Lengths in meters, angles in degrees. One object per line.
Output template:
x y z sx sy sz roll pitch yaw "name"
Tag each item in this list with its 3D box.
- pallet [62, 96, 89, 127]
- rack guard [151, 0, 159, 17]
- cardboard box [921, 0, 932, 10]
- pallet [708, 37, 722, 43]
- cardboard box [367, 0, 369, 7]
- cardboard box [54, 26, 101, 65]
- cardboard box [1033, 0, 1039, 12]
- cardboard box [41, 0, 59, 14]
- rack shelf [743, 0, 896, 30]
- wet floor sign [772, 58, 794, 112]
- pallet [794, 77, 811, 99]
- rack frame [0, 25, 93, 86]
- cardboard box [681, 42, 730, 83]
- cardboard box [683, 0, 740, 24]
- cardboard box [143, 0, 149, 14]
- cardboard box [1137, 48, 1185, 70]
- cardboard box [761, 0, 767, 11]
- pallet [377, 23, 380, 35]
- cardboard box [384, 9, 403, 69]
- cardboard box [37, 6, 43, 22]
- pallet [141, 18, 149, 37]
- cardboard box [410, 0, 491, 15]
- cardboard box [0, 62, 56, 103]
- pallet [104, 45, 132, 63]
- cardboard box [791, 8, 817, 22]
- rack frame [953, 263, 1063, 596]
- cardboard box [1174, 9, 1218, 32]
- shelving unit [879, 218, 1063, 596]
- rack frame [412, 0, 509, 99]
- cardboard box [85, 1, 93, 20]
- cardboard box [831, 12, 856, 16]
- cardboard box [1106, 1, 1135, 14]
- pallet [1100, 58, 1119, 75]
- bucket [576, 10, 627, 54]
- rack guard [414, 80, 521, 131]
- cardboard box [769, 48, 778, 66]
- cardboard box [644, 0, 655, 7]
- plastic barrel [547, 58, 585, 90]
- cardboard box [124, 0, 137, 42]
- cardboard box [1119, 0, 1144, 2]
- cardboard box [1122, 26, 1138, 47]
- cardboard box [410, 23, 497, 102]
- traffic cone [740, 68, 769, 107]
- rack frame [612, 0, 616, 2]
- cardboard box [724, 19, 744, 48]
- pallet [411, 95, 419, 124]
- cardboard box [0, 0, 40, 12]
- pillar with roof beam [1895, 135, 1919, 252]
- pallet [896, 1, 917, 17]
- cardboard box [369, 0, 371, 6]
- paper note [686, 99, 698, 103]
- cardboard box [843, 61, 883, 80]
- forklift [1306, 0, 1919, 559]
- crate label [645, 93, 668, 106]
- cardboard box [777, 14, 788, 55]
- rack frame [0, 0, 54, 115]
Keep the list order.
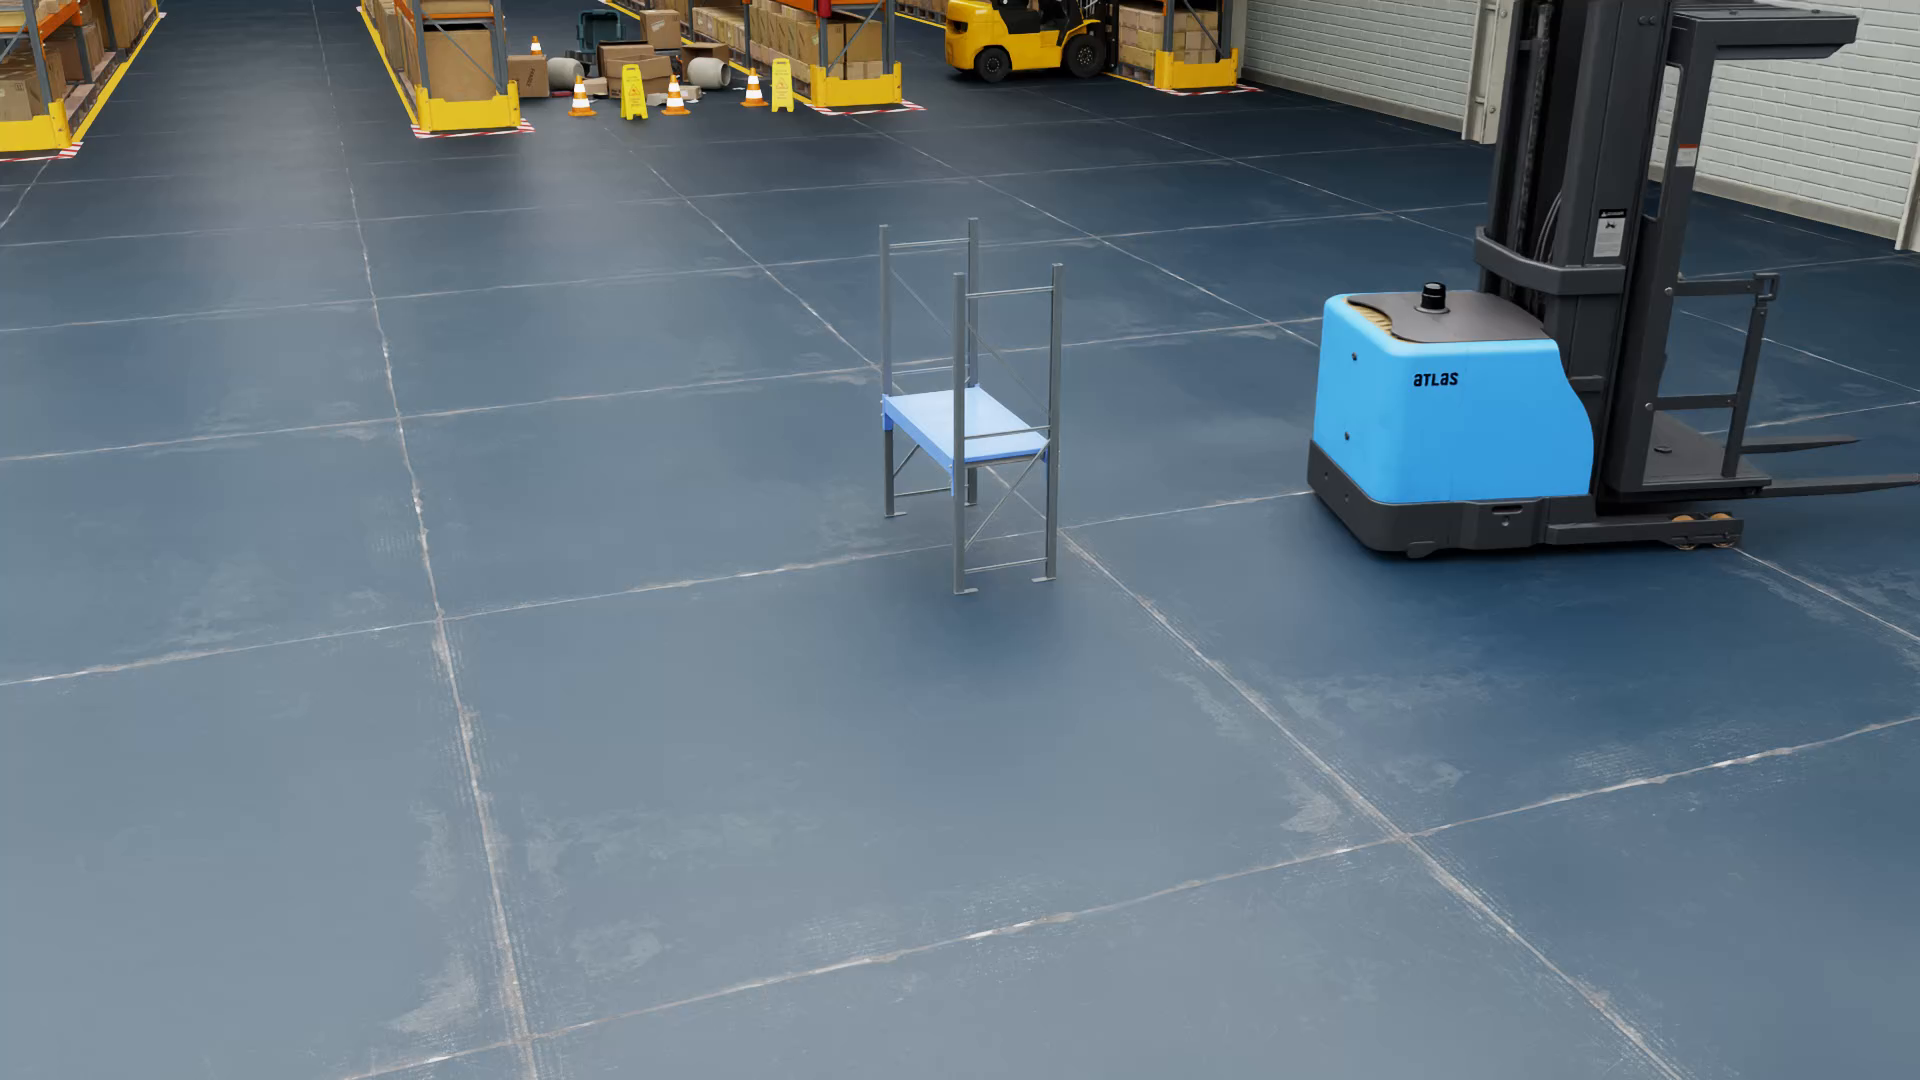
-11.311 -5.234 20.395 1.003 0.211 1.213 -8 24 -19 "pallet"
-16.264 -10.419 32.326 1.175 0.500 0.348 -8 24 -19 "rack guard"
-0.422 -10.422 31.793 0.500 0.500 0.500 -9 25 -21 "cardboard box"
-3.456 -8.003 26.967 1.003 0.211 1.213 -8 24 -19 "pallet"
-11.257 -10.388 32.165 0.380 0.149 0.250 -10 25 -22 "cardboard box"
-12.759 -7.060 23.792 0.700 0.500 0.500 -6 24 -15 "cardboard box"
1.702 -8.531 27.146 0.875 0.625 0.625 -7 24 -17 "cardboard box"
-10.920 -6.327 19.723 0.380 0.149 0.250 -8 24 -19 "cardboard box"
-2.039 -7.503 23.116 1.077 0.370 4.000 -8 24 -19 "rack shelf"
-2.266 -5.807 21.198 0.267 0.644 0.232 0 23 -1 "wet floor sign"
-1.613 -6.151 22.571 1.003 0.211 1.213 -8 24 -19 "pallet"
-12.016 -7.202 21.475 1.000 3.000 0.127 -8 24 -19 "rack frame"
-3.640 -6.835 23.819 0.500 0.500 0.500 8 24 18 "cardboard box"
-4.325 -9.492 29.103 0.875 0.875 0.875 -9 24 -19 "cardboard box"
-15.633 -10.224 30.841 0.875 0.875 0.875 -8 24 -19 "cardboard box"
2.849 -6.844 23.626 0.500 0.250 0.500 -8 24 -19 "cardboard box"
-2.618 -7.641 23.715 0.380 0.149 0.250 -7 24 -17 "cardboard box"
-9.890 -9.185 29.770 1.003 0.211 1.213 -8 24 -19 "pallet"
-7.644 -7.216 23.864 1.050 0.750 0.750 -8 24 -19 "cardboard box"
-10.625 -5.955 18.841 0.380 0.149 0.250 -8 24 -19 "cardboard box"
-15.038 -9.111 29.594 1.003 0.211 1.213 -8 24 -19 "pallet"
-6.101 -6.590 19.830 0.875 0.550 0.550 -8 24 -19 "cardboard box"
-11.255 -5.462 20.024 0.500 0.500 0.500 -6 24 -14 "cardboard box"
-13.637 -7.667 26.169 1.003 0.211 1.213 -8 24 -19 "pallet"
-2.052 -7.058 22.334 0.380 0.149 0.250 -8 24 -17 "cardboard box"
0.210 -0.475 7.447 0.500 1.500 0.032 -8 24 -19 "rack frame"
3.317 -7.378 23.606 0.500 0.250 0.500 -9 24 -20 "cardboard box"
0.030 -0.660 7.885 0.538 1.500 1.048 -8 24 -19 "shelving unit"
-5.927 -6.392 19.554 1.000 3.000 0.127 -8 24 -19 "rack frame"
-13.165 -7.812 24.610 0.500 0.250 0.500 -7 24 -17 "cardboard box"
-1.726 -7.092 23.249 0.500 0.500 0.500 -8 24 -18 "cardboard box"
2.310 -7.854 24.735 0.500 0.250 0.500 -9 24 -20 "cardboard box"
2.574 -7.220 25.109 1.003 0.211 1.213 -8 24 -19 "pallet"
-5.135 -7.304 23.976 0.726 0.611 0.620 0 13 -1 "bucket"
-5.919 -5.232 20.019 1.175 0.500 0.348 -8 24 -19 "rack guard"
-2.400 -6.852 23.644 0.500 0.250 0.500 -9 24 -20 "cardboard box"
-5.693 -10.724 32.590 0.875 0.438 0.875 -9 24 -20 "cardboard box"
-5.505 -6.457 23.024 0.512 0.421 0.421 8 24 18 "plastic barrel"
-13.961 -8.448 26.627 1.225 0.875 0.875 -8 24 -19 "cardboard box"
2.611 -8.111 25.344 0.500 0.250 0.500 -8 24 -19 "cardboard box"
2.679 -7.265 23.981 0.500 0.250 0.500 -9 24 -20 "cardboard box"
-6.229 -5.844 20.448 0.875 0.875 0.875 -8 24 -19 "cardboard box"
-2.691 -5.918 21.696 0.336 0.463 0.334 -8 24 -19 "traffic cone"
-6.984 -12.922 35.046 1.000 3.000 0.127 -8 24 -19 "rack frame"
-3.190 -7.995 26.200 0.950 0.372 0.625 -7 24 -16 "cardboard box"
-6.283 -5.387 20.759 1.003 0.211 1.213 -8 24 -19 "pallet"
-10.772 -6.135 18.432 0.875 0.500 0.500 -8 24 -19 "cardboard box"
4.119 -5.981 10.854 9.100 9.000 0.400 -8 24 -19 "pillar with roof beam"
-0.606 -10.575 33.069 1.003 0.211 1.213 -8 24 -19 "pallet"
-10.794 -10.032 30.936 0.380 0.149 0.250 -9 25 -21 "cardboard box"
-3.528 -5.810 21.996 0.148 0.019 0.142 -18 29 -37 "paper note"
-1.358 -6.366 22.490 0.500 0.250 0.500 -9 24 -19 "cardboard box"
3.391 -1.502 8.040 3.031 2.935 1.130 -3 23 -7 "forklift"
-3.945 -5.769 21.762 0.298 0.136 0.250 18 29 36 "crate label"
-2.218 -7.009 23.051 0.500 0.500 0.500 -9 24 -20 "cardboard box"
-10.603 -5.748 18.026 1.000 3.000 0.127 -8 24 -19 "rack frame"
